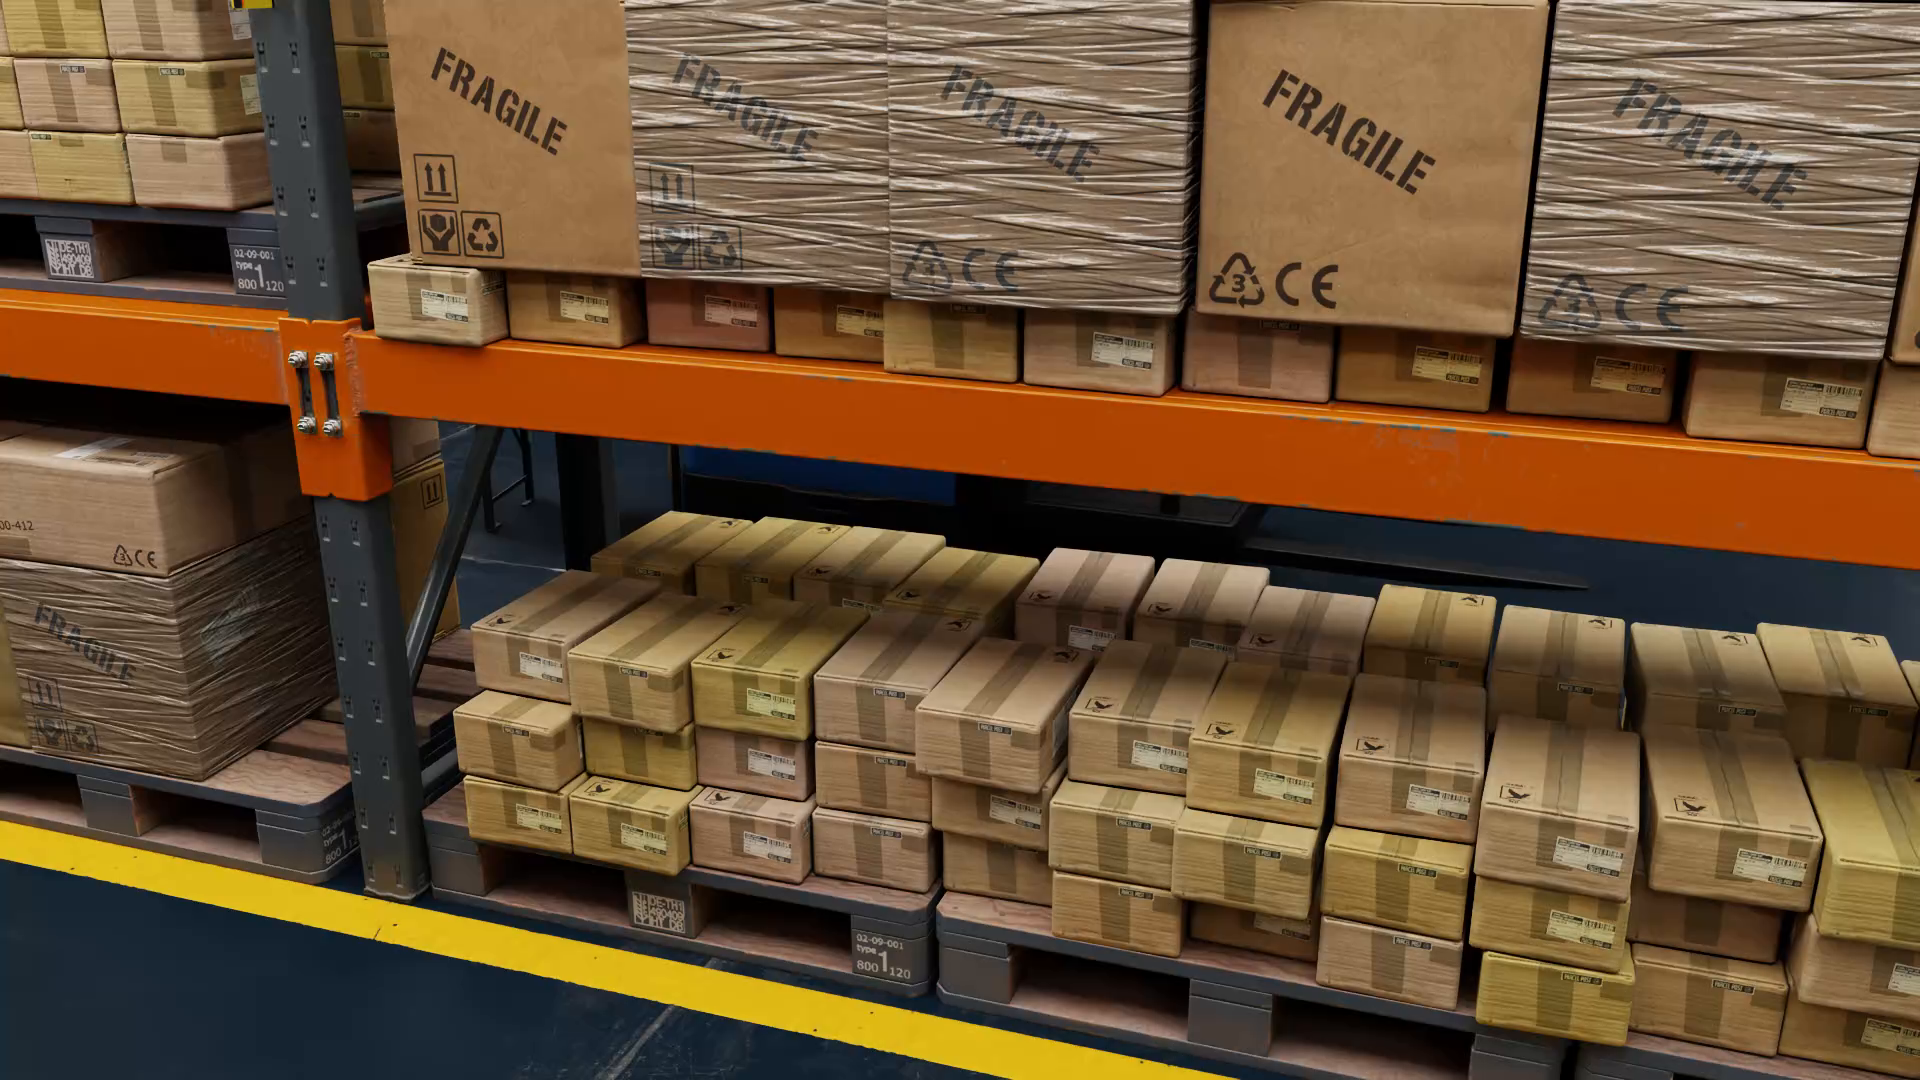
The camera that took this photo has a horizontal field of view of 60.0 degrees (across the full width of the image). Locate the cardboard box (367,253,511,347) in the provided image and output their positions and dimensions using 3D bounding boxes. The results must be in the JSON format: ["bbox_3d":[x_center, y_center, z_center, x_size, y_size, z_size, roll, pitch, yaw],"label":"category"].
[{"bbox_3d":[-0.965,-0.509,3.361,0.250,0.149,0.380,7,21,20],"label":"cardboard box"}]

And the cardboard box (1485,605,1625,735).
[{"bbox_3d":[1.254,0.283,3.495,0.250,0.149,0.380,7,21,20],"label":"cardboard box"}]

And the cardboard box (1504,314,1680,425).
[{"bbox_3d":[1.065,-0.323,2.828,0.250,0.149,0.380,6,20,16],"label":"cardboard box"}]

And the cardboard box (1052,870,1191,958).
[{"bbox_3d":[0.352,0.655,3.334,0.250,0.149,0.380,6,20,17],"label":"cardboard box"}]

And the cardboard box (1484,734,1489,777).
[{"bbox_3d":[1.068,0.523,3.713,0.250,0.149,0.380,6,20,15],"label":"cardboard box"}]

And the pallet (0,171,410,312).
[{"bbox_3d":[-1.799,-0.797,4.098,1.213,0.211,1.003,7,20,18],"label":"pallet"}]

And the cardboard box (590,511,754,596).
[{"bbox_3d":[-0.704,0.064,4.124,0.250,0.149,0.380,7,20,20],"label":"cardboard box"}]

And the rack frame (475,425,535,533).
[{"bbox_3d":[-1.712,-0.801,6.096,0.023,1.500,0.400,3,19,9],"label":"rack frame"}]

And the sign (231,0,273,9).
[{"bbox_3d":[-1.304,-1.134,3.013,0.005,0.325,0.100,7,20,18],"label":"sign"}]

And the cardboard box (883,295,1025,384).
[{"bbox_3d":[0.044,-0.413,3.086,0.250,0.149,0.380,7,20,19],"label":"cardboard box"}]

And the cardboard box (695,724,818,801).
[{"bbox_3d":[-0.377,0.401,3.611,0.250,0.149,0.380,6,20,18],"label":"cardboard box"}]

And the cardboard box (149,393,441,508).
[{"bbox_3d":[-1.737,-0.294,4.383,0.500,0.250,0.500,6,20,16],"label":"cardboard box"}]

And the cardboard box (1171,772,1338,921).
[{"bbox_3d":[0.571,0.549,3.185,0.250,0.149,0.380,7,20,19],"label":"cardboard box"}]

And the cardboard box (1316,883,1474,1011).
[{"bbox_3d":[0.839,0.710,3.176,0.250,0.149,0.380,7,20,19],"label":"cardboard box"}]

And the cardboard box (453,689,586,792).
[{"bbox_3d":[-0.888,0.386,3.653,0.250,0.149,0.380,8,21,21],"label":"cardboard box"}]

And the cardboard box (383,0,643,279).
[{"bbox_3d":[-0.740,-0.816,3.256,0.500,0.500,0.500,6,20,17],"label":"cardboard box"}]

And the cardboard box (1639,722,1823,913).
[{"bbox_3d":[1.341,0.479,2.933,0.250,0.149,0.380,6,20,16],"label":"cardboard box"}]

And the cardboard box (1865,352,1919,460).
[{"bbox_3d":[1.539,-0.238,2.583,0.250,0.149,0.380,7,20,20],"label":"cardboard box"}]

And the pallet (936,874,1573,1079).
[{"bbox_3d":[0.677,0.749,3.605,1.213,0.211,1.003,7,20,18],"label":"pallet"}]

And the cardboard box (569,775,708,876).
[{"bbox_3d":[-0.635,0.556,3.618,0.250,0.149,0.380,7,20,20],"label":"cardboard box"}]

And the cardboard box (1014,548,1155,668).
[{"bbox_3d":[0.294,0.157,3.857,0.250,0.149,0.380,6,20,15],"label":"cardboard box"}]

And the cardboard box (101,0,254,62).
[{"bbox_3d":[-1.568,-1.103,3.524,0.250,0.149,0.380,8,21,21],"label":"cardboard box"}]

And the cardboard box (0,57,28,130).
[{"bbox_3d":[-2.049,-1.018,3.730,0.250,0.149,0.380,7,21,20],"label":"cardboard box"}]

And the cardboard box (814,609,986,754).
[{"bbox_3d":[-0.118,0.290,3.477,0.250,0.149,0.380,6,20,17],"label":"cardboard box"}]

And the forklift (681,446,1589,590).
[{"bbox_3d":[0.588,-1.310,5.381,3.031,2.935,1.130,7,20,20],"label":"forklift"}]

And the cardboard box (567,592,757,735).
[{"bbox_3d":[-0.627,0.257,3.572,0.250,0.149,0.380,8,21,21],"label":"cardboard box"}]

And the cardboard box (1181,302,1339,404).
[{"bbox_3d":[0.563,-0.367,2.955,0.250,0.149,0.380,7,21,20],"label":"cardboard box"}]

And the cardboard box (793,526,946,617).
[{"bbox_3d":[-0.212,0.104,4.009,0.250,0.149,0.380,6,20,18],"label":"cardboard box"}]

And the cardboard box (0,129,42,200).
[{"bbox_3d":[-2.046,-0.876,3.777,0.250,0.149,0.380,6,20,18],"label":"cardboard box"}]

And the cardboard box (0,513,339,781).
[{"bbox_3d":[-1.907,0.220,4.046,0.500,0.500,0.500,6,20,17],"label":"cardboard box"}]

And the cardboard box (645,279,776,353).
[{"bbox_3d":[-0.428,-0.492,3.312,0.250,0.149,0.380,6,20,16],"label":"cardboard box"}]

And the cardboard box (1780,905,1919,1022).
[{"bbox_3d":[1.570,0.656,2.880,0.250,0.149,0.380,6,20,16],"label":"cardboard box"}]

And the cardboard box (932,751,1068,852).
[{"bbox_3d":[0.129,0.468,3.419,0.250,0.149,0.380,8,21,21],"label":"cardboard box"}]

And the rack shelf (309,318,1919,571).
[{"bbox_3d":[0.764,-0.204,3.198,4.000,0.370,1.077,7,20,18],"label":"rack shelf"}]

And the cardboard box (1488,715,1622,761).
[{"bbox_3d":[1.254,0.436,3.508,0.250,0.149,0.380,6,20,15],"label":"cardboard box"}]

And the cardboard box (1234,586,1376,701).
[{"bbox_3d":[0.751,0.243,3.610,0.250,0.149,0.380,7,20,18],"label":"cardboard box"}]

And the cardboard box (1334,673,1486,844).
[{"bbox_3d":[0.857,0.405,3.147,0.250,0.149,0.380,6,20,16],"label":"cardboard box"}]

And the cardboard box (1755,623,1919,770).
[{"bbox_3d":[1.774,0.317,3.398,0.250,0.149,0.380,6,20,18],"label":"cardboard box"}]

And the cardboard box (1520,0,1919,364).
[{"bbox_3d":[1.177,-0.593,2.617,0.500,0.500,0.500,7,20,18],"label":"cardboard box"}]

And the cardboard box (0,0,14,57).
[{"bbox_3d":[-2.066,-1.161,3.688,0.250,0.149,0.380,6,20,16],"label":"cardboard box"}]

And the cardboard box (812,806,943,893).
[{"bbox_3d":[-0.127,0.578,3.553,0.250,0.149,0.380,6,20,17],"label":"cardboard box"}]

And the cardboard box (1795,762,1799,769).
[{"bbox_3d":[1.742,0.497,3.335,0.250,0.149,0.380,7,20,19],"label":"cardboard box"}]

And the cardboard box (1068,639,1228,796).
[{"bbox_3d":[0.380,0.346,3.314,0.250,0.149,0.380,6,20,16],"label":"cardboard box"}]

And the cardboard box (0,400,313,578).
[{"bbox_3d":[-1.912,-0.134,3.924,0.500,0.250,0.500,6,20,17],"label":"cardboard box"}]

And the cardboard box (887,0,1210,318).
[{"bbox_3d":[0.194,-0.699,2.921,0.500,0.500,0.500,6,20,17],"label":"cardboard box"}]

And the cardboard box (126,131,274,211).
[{"bbox_3d":[-1.565,-0.821,3.618,0.250,0.149,0.380,6,20,17],"label":"cardboard box"}]

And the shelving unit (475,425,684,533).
[{"bbox_3d":[-1.351,-0.781,6.038,0.755,1.500,0.431,3,19,9],"label":"shelving unit"}]

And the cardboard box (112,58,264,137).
[{"bbox_3d":[-1.566,-0.962,3.570,0.250,0.149,0.380,7,20,20],"label":"cardboard box"}]

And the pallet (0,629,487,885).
[{"bbox_3d":[-1.861,0.473,4.398,1.213,0.211,1.003,7,20,18],"label":"pallet"}]

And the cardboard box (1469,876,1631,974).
[{"bbox_3d":[1.076,0.604,3.029,0.250,0.149,0.380,7,20,19],"label":"cardboard box"}]

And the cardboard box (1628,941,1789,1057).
[{"bbox_3d":[1.353,0.754,3.050,0.250,0.149,0.380,7,20,19],"label":"cardboard box"}]
